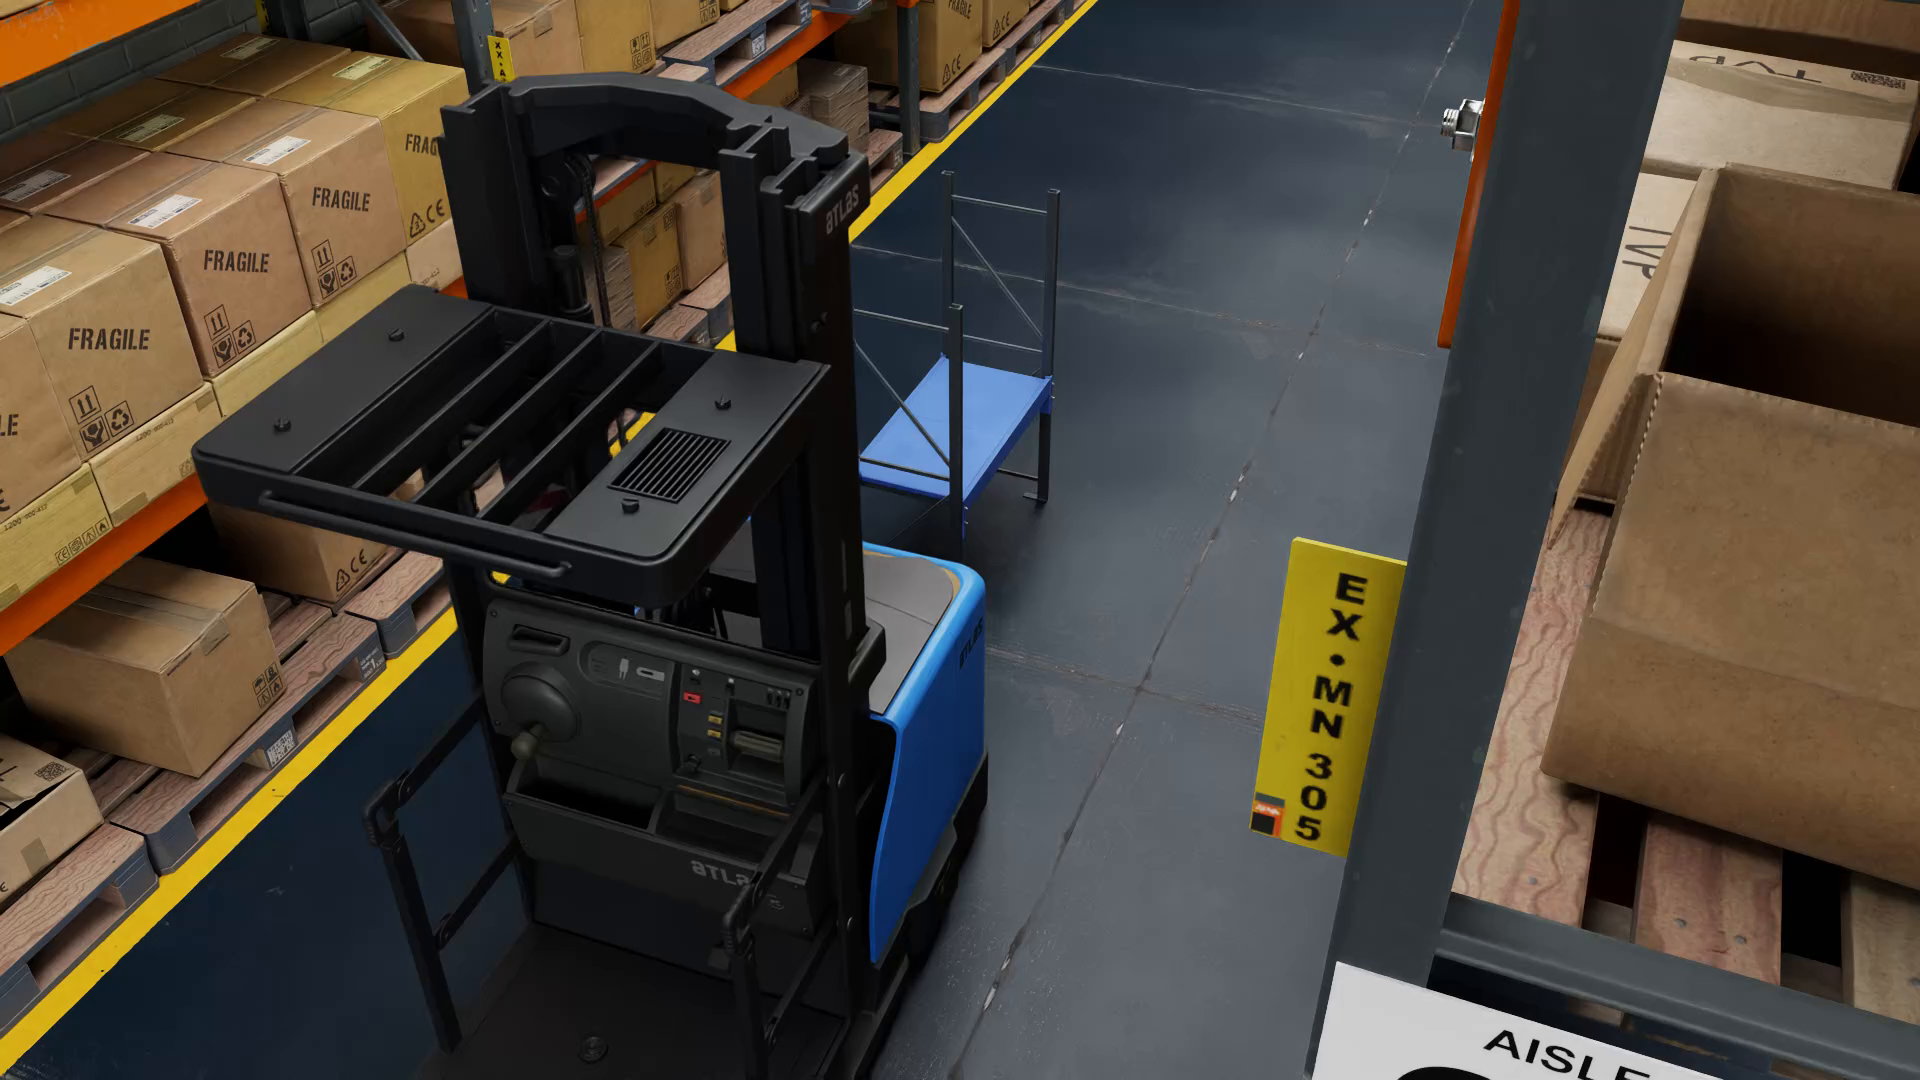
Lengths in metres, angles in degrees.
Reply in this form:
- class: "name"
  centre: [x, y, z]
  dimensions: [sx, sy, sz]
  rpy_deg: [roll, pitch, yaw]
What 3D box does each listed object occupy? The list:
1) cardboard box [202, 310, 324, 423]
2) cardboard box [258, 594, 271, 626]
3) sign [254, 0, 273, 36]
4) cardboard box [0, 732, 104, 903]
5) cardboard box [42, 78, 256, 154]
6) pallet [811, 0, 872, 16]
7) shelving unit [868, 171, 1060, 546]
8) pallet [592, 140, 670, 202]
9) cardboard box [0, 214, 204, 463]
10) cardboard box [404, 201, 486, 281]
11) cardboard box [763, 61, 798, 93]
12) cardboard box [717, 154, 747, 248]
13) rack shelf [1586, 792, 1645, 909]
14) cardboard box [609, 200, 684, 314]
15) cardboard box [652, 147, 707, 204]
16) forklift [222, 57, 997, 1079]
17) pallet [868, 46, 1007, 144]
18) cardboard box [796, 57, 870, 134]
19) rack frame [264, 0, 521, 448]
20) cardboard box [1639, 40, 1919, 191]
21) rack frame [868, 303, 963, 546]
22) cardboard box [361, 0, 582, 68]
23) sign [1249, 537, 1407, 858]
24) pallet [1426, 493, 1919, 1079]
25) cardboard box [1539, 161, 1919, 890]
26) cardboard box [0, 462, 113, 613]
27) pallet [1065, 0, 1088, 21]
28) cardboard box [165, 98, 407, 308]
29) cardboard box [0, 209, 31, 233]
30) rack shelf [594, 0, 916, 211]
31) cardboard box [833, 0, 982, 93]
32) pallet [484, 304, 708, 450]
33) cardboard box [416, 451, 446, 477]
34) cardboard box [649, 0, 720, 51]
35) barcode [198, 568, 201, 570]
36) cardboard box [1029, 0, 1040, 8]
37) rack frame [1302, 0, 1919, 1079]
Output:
- class: "cardboard box"
  centre: [-2.532, -0.606, 5.664]
  dimensions: [0.500, 0.250, 0.500]
  rpy_deg: [14, 39, 17]
- class: "cardboard box"
  centre: [-2.885, 0.301, 6.355]
  dimensions: [0.380, 0.149, 0.250]
  rpy_deg: [11, 38, 14]
- class: "sign"
  centre: [-2.773, -2.134, 6.632]
  dimensions: [0.100, 0.325, 0.005]
  rpy_deg: [14, 39, 18]
- class: "cardboard box"
  centre: [-3.217, 0.892, 5.430]
  dimensions: [0.500, 0.311, 0.500]
  rpy_deg: [17, 40, 21]
- class: "cardboard box"
  centre: [-2.831, -1.296, 5.960]
  dimensions: [0.500, 0.500, 0.500]
  rpy_deg: [14, 39, 17]
- class: "pallet"
  centre: [-0.909, -3.264, 9.272]
  dimensions: [1.213, 0.211, 1.003]
  rpy_deg: [14, 39, 18]
- class: "shelving unit"
  centre: [-0.032, -0.554, 6.738]
  dimensions: [0.538, 1.500, 1.048]
  rpy_deg: [14, 39, 18]
- class: "pallet"
  centre: [-1.833, -1.859, 7.391]
  dimensions: [1.003, 0.211, 1.213]
  rpy_deg: [14, 39, 18]
- class: "cardboard box"
  centre: [-2.736, -0.620, 5.056]
  dimensions: [0.500, 0.500, 0.500]
  rpy_deg: [15, 39, 19]
- class: "cardboard box"
  centre: [-2.158, -1.162, 6.408]
  dimensions: [0.500, 0.250, 0.500]
  rpy_deg: [14, 39, 18]
- class: "cardboard box"
  centre: [-1.237, -2.524, 9.215]
  dimensions: [0.500, 0.250, 0.500]
  rpy_deg: [15, 39, 19]
- class: "cardboard box"
  centre: [-1.428, -1.984, 9.120]
  dimensions: [0.700, 0.500, 0.500]
  rpy_deg: [14, 39, 18]
- class: "rack shelf"
  centre: [1.563, -0.225, 3.141]
  dimensions: [1.077, 0.370, 4.000]
  rpy_deg: [14, 39, 18]
- class: "cardboard box"
  centre: [-1.843, -1.429, 8.377]
  dimensions: [0.700, 0.500, 0.500]
  rpy_deg: [13, 39, 17]
- class: "cardboard box"
  centre: [-1.635, -1.966, 8.468]
  dimensions: [0.500, 0.250, 0.500]
  rpy_deg: [13, 39, 16]
- class: "forklift"
  centre: [-0.859, 0.451, 4.198]
  dimensions: [1.130, 2.935, 3.031]
  rpy_deg: [12, 39, 16]
- class: "pallet"
  centre: [-0.367, -3.063, 11.171]
  dimensions: [1.003, 0.211, 1.213]
  rpy_deg: [14, 39, 18]
- class: "cardboard box"
  centre: [-0.962, -2.525, 9.843]
  dimensions: [0.700, 0.500, 0.500]
  rpy_deg: [14, 39, 18]
- class: "rack frame"
  centre: [-2.258, -1.546, 6.812]
  dimensions: [1.000, 3.000, 0.127]
  rpy_deg: [14, 39, 18]
- class: "cardboard box"
  centre: [1.208, -0.600, 2.649]
  dimensions: [0.500, 0.311, 0.500]
  rpy_deg: [19, 41, 23]
- class: "rack frame"
  centre: [-0.226, -0.272, 6.361]
  dimensions: [0.500, 1.500, 0.032]
  rpy_deg: [14, 39, 18]
- class: "cardboard box"
  centre: [-2.033, -2.036, 7.017]
  dimensions: [0.700, 0.500, 0.500]
  rpy_deg: [14, 39, 18]
- class: "sign"
  centre: [0.306, 0.140, 1.379]
  dimensions: [0.100, 0.325, 0.005]
  rpy_deg: [14, 39, 18]
- class: "pallet"
  centre: [1.095, 0.244, 1.987]
  dimensions: [1.003, 0.211, 1.213]
  rpy_deg: [14, 39, 18]
- class: "cardboard box"
  centre: [1.025, 0.011, 1.670]
  dimensions: [0.797, 0.503, 0.637]
  rpy_deg: [17, 40, 21]
- class: "cardboard box"
  centre: [-2.917, -0.048, 4.917]
  dimensions: [0.500, 0.250, 0.500]
  rpy_deg: [13, 39, 17]
- class: "pallet"
  centre: [0.562, -4.414, 12.978]
  dimensions: [1.003, 0.211, 1.213]
  rpy_deg: [14, 39, 18]
- class: "cardboard box"
  centre: [-2.337, -1.184, 5.811]
  dimensions: [0.500, 0.500, 0.500]
  rpy_deg: [14, 39, 17]
- class: "cardboard box"
  centre: [-3.212, -0.731, 5.205]
  dimensions: [0.500, 0.500, 0.500]
  rpy_deg: [14, 39, 18]
- class: "rack shelf"
  centre: [-1.497, -2.365, 8.509]
  dimensions: [1.077, 0.370, 4.000]
  rpy_deg: [14, 39, 18]
- class: "cardboard box"
  centre: [-0.335, -3.445, 10.798]
  dimensions: [0.750, 0.750, 0.750]
  rpy_deg: [13, 39, 17]
- class: "pallet"
  centre: [-1.963, -0.860, 8.224]
  dimensions: [1.003, 0.211, 1.213]
  rpy_deg: [14, 39, 18]
- class: "cardboard box"
  centre: [-2.434, -0.284, 7.123]
  dimensions: [0.380, 0.166, 0.250]
  rpy_deg: [9, 38, 12]
- class: "cardboard box"
  centre: [-1.592, -2.715, 7.926]
  dimensions: [0.700, 0.500, 0.500]
  rpy_deg: [19, 41, 24]
- class: "barcode"
  centre: [-2.965, 0.153, 6.461]
  dimensions: [0.001, 0.075, 0.075]
  rpy_deg: [14, 39, 18]
- class: "cardboard box"
  centre: [0.323, -4.400, 12.076]
  dimensions: [0.750, 0.750, 0.750]
  rpy_deg: [15, 39, 19]
- class: "rack frame"
  centre: [0.802, -0.607, 0.546]
  dimensions: [1.000, 3.000, 0.127]
  rpy_deg: [14, 39, 18]
